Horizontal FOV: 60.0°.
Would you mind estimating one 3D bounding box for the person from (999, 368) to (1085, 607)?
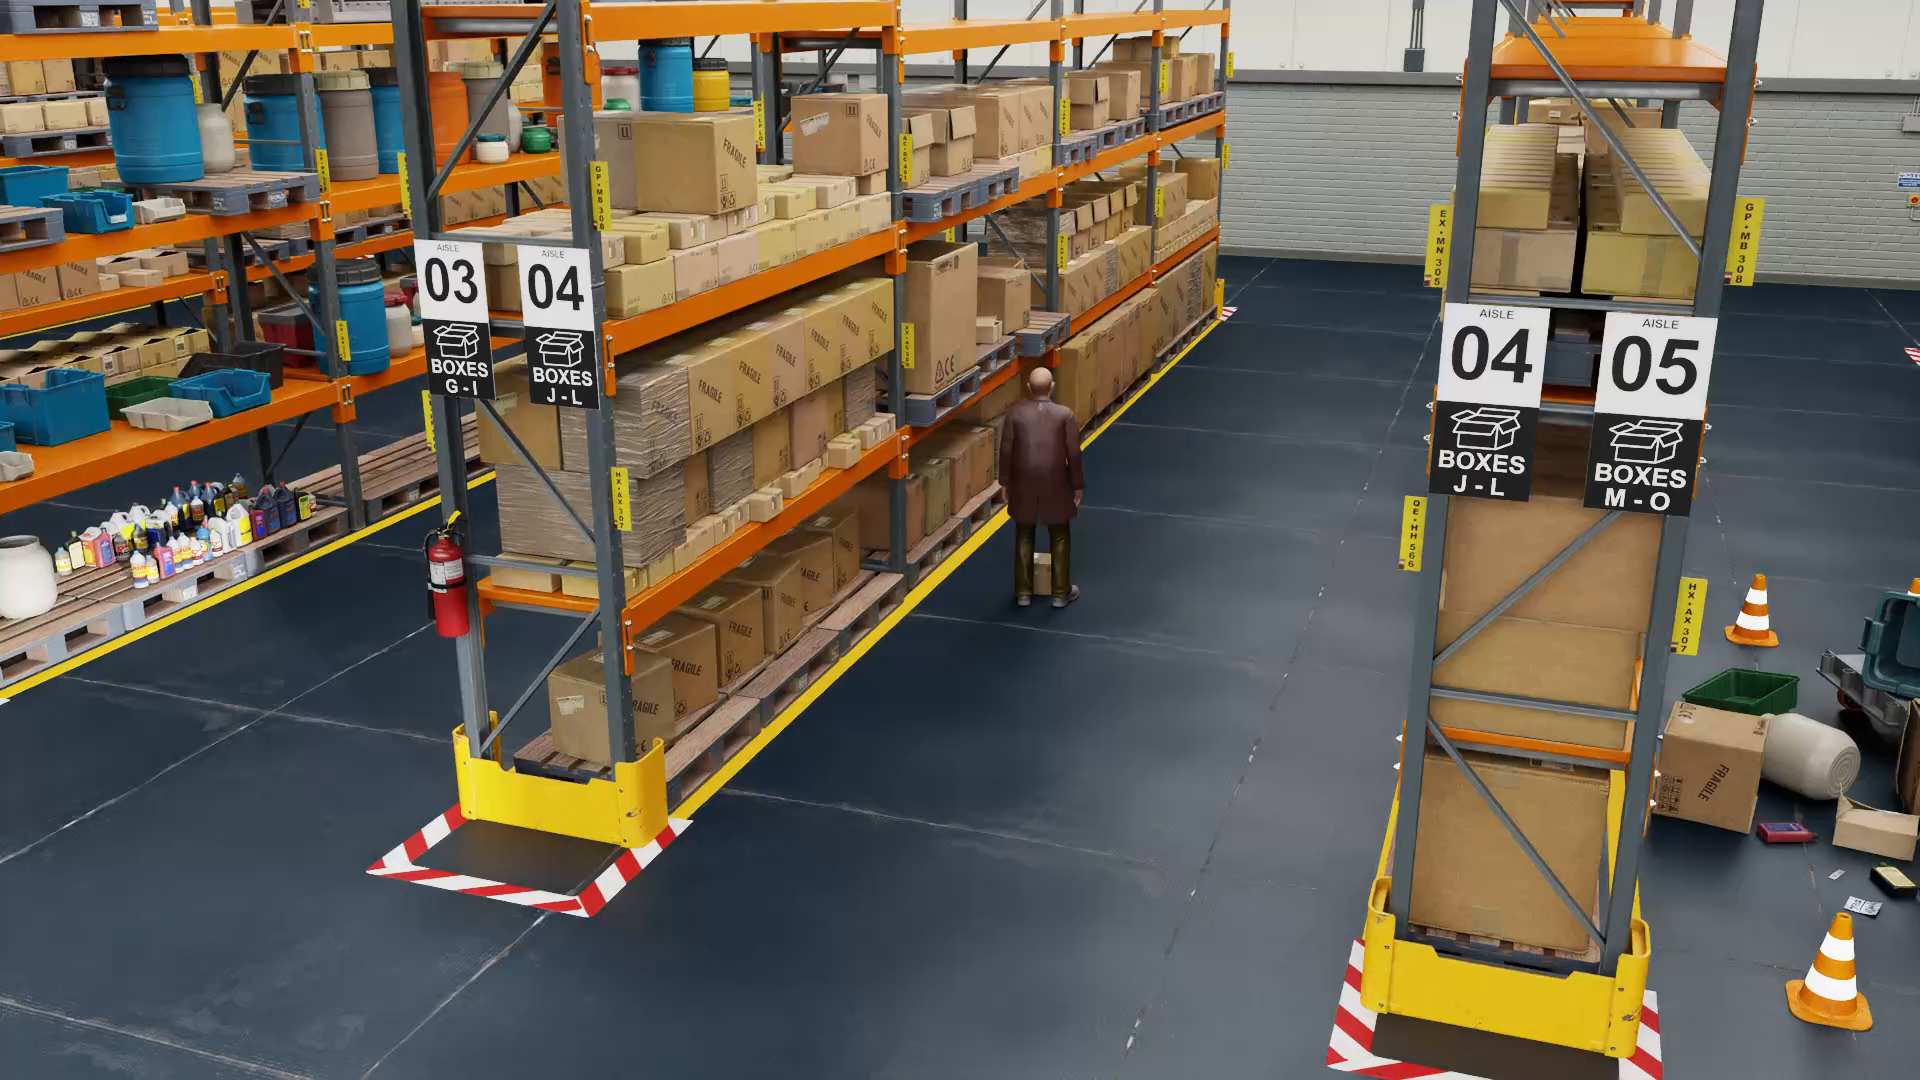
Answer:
[{"bbox_3d":[0.599,-0.388,12.250,0.642,1.774,0.426,3,19,10],"label":"person"}]
